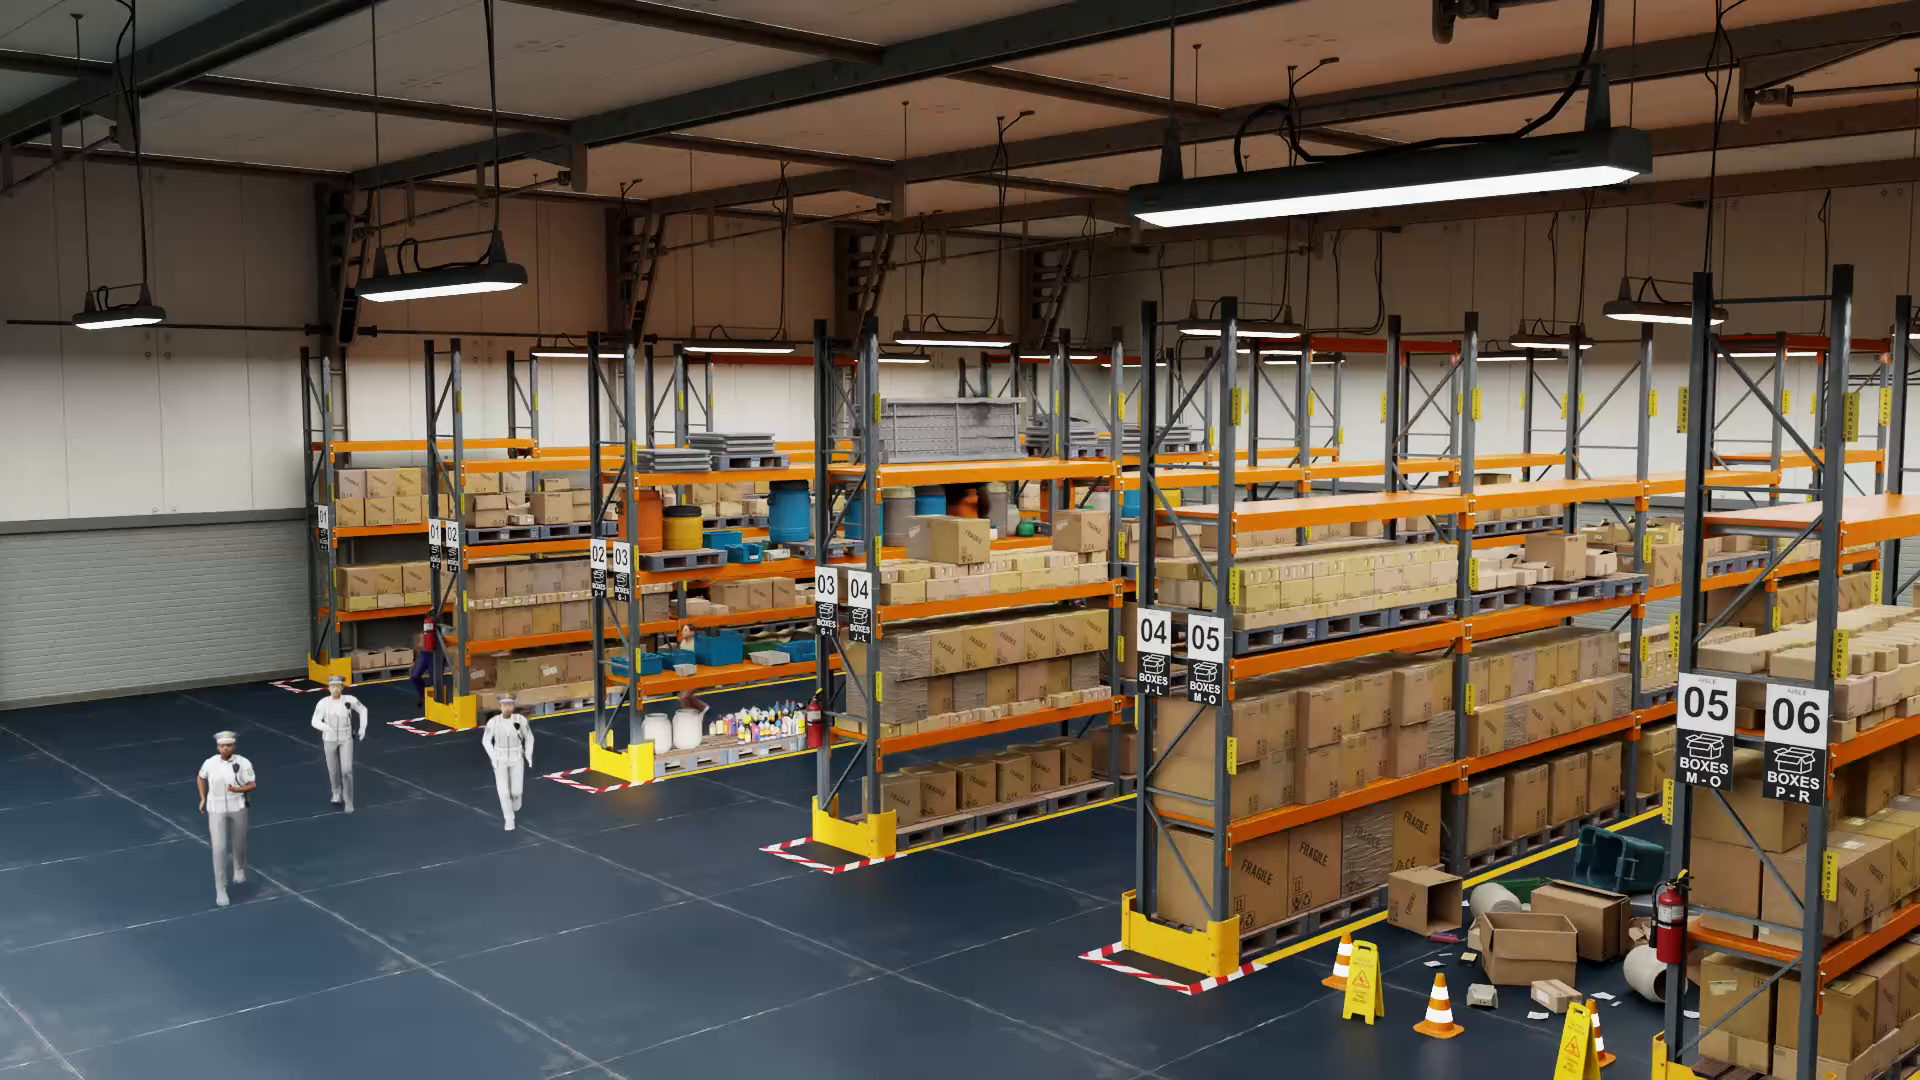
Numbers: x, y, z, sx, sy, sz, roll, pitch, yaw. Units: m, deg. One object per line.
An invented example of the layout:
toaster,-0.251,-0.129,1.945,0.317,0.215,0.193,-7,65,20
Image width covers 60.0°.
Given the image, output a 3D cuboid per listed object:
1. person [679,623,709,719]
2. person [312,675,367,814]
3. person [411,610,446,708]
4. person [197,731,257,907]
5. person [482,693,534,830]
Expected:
person,-4.115,2.094,25.599,0.602,1.668,0.771,4,6,37
person,-7.684,2.529,20.608,0.632,1.764,0.721,-1,5,-16
person,-8.663,1.962,27.387,0.588,1.660,0.637,3,6,27
person,-7.523,2.802,17.090,0.562,1.721,0.867,-2,5,-23
person,-5.390,2.615,19.854,0.599,1.639,0.585,-1,5,-16
